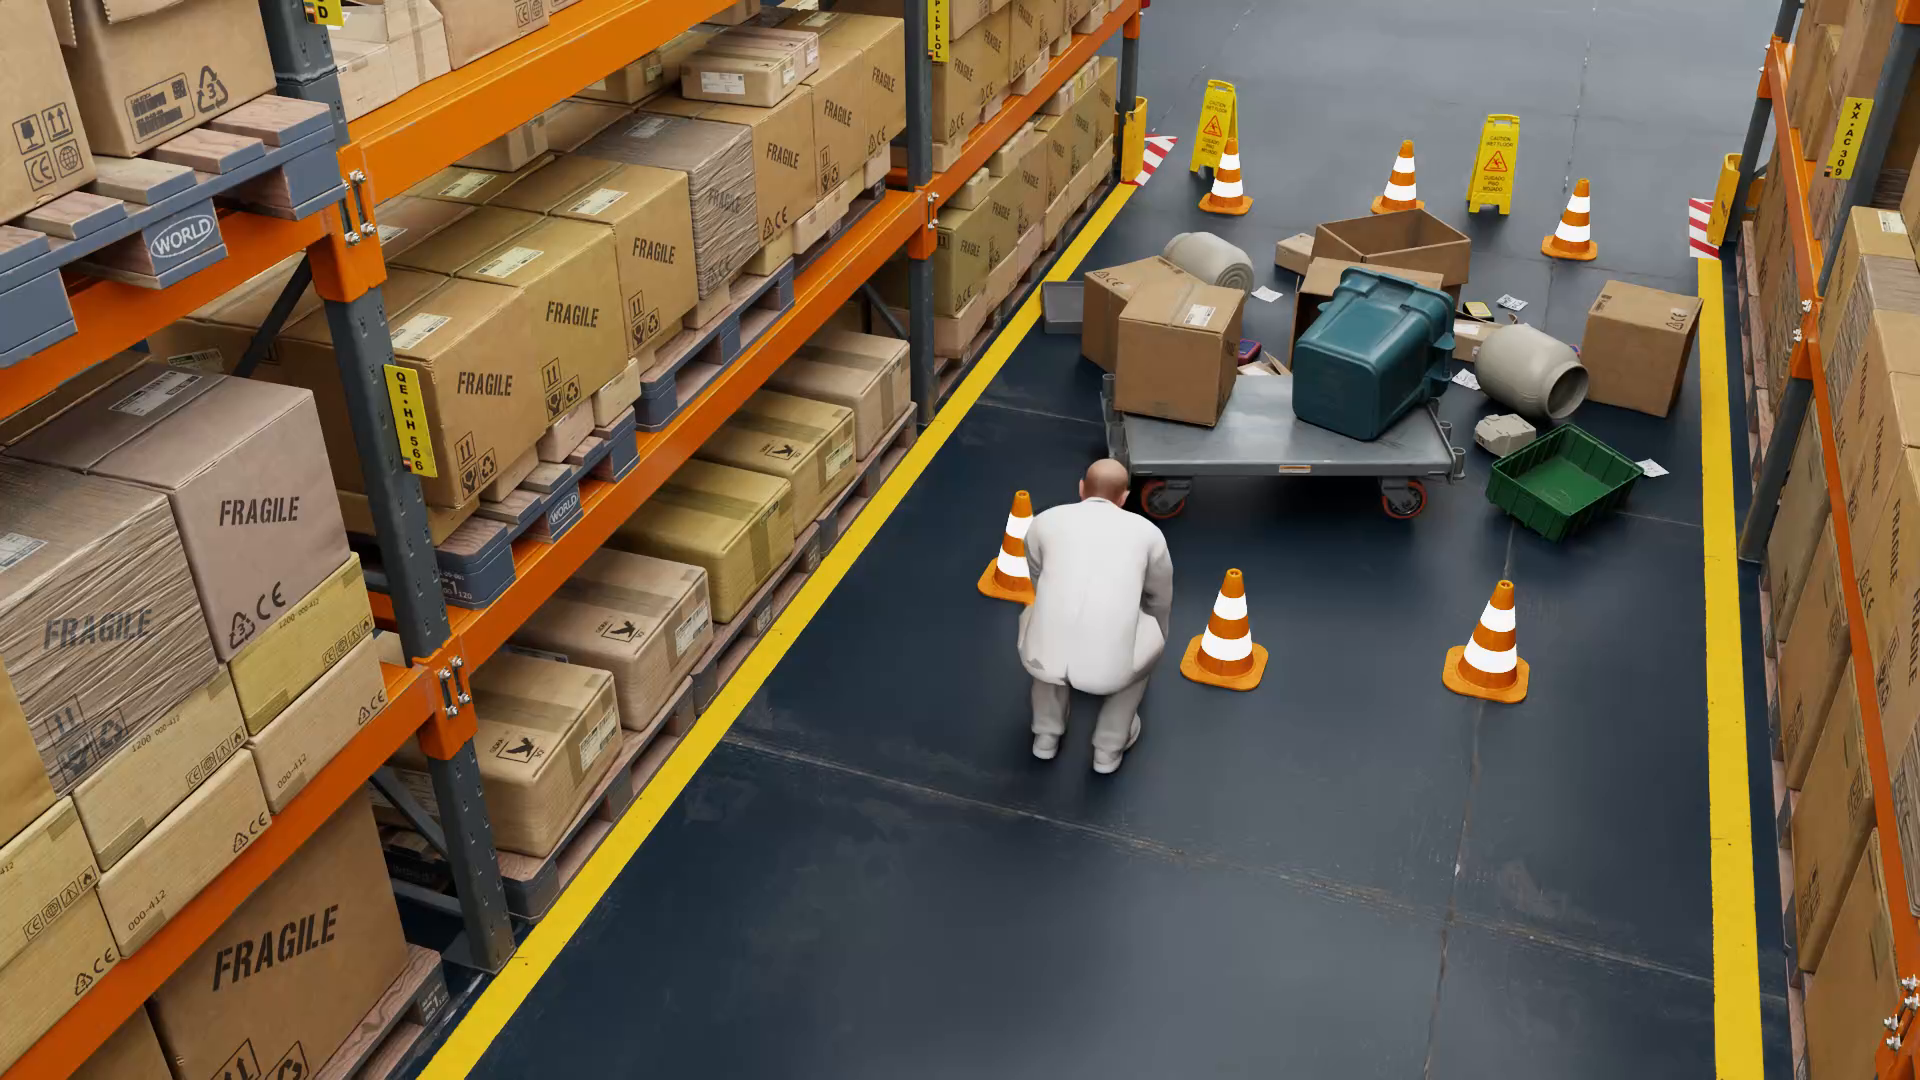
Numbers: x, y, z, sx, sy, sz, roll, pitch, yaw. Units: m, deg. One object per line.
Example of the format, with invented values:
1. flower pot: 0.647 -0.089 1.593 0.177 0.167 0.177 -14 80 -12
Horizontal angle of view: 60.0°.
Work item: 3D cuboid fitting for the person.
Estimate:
1. person: 0.503 0.296 6.391 0.612 1.024 0.895 11 34 16
